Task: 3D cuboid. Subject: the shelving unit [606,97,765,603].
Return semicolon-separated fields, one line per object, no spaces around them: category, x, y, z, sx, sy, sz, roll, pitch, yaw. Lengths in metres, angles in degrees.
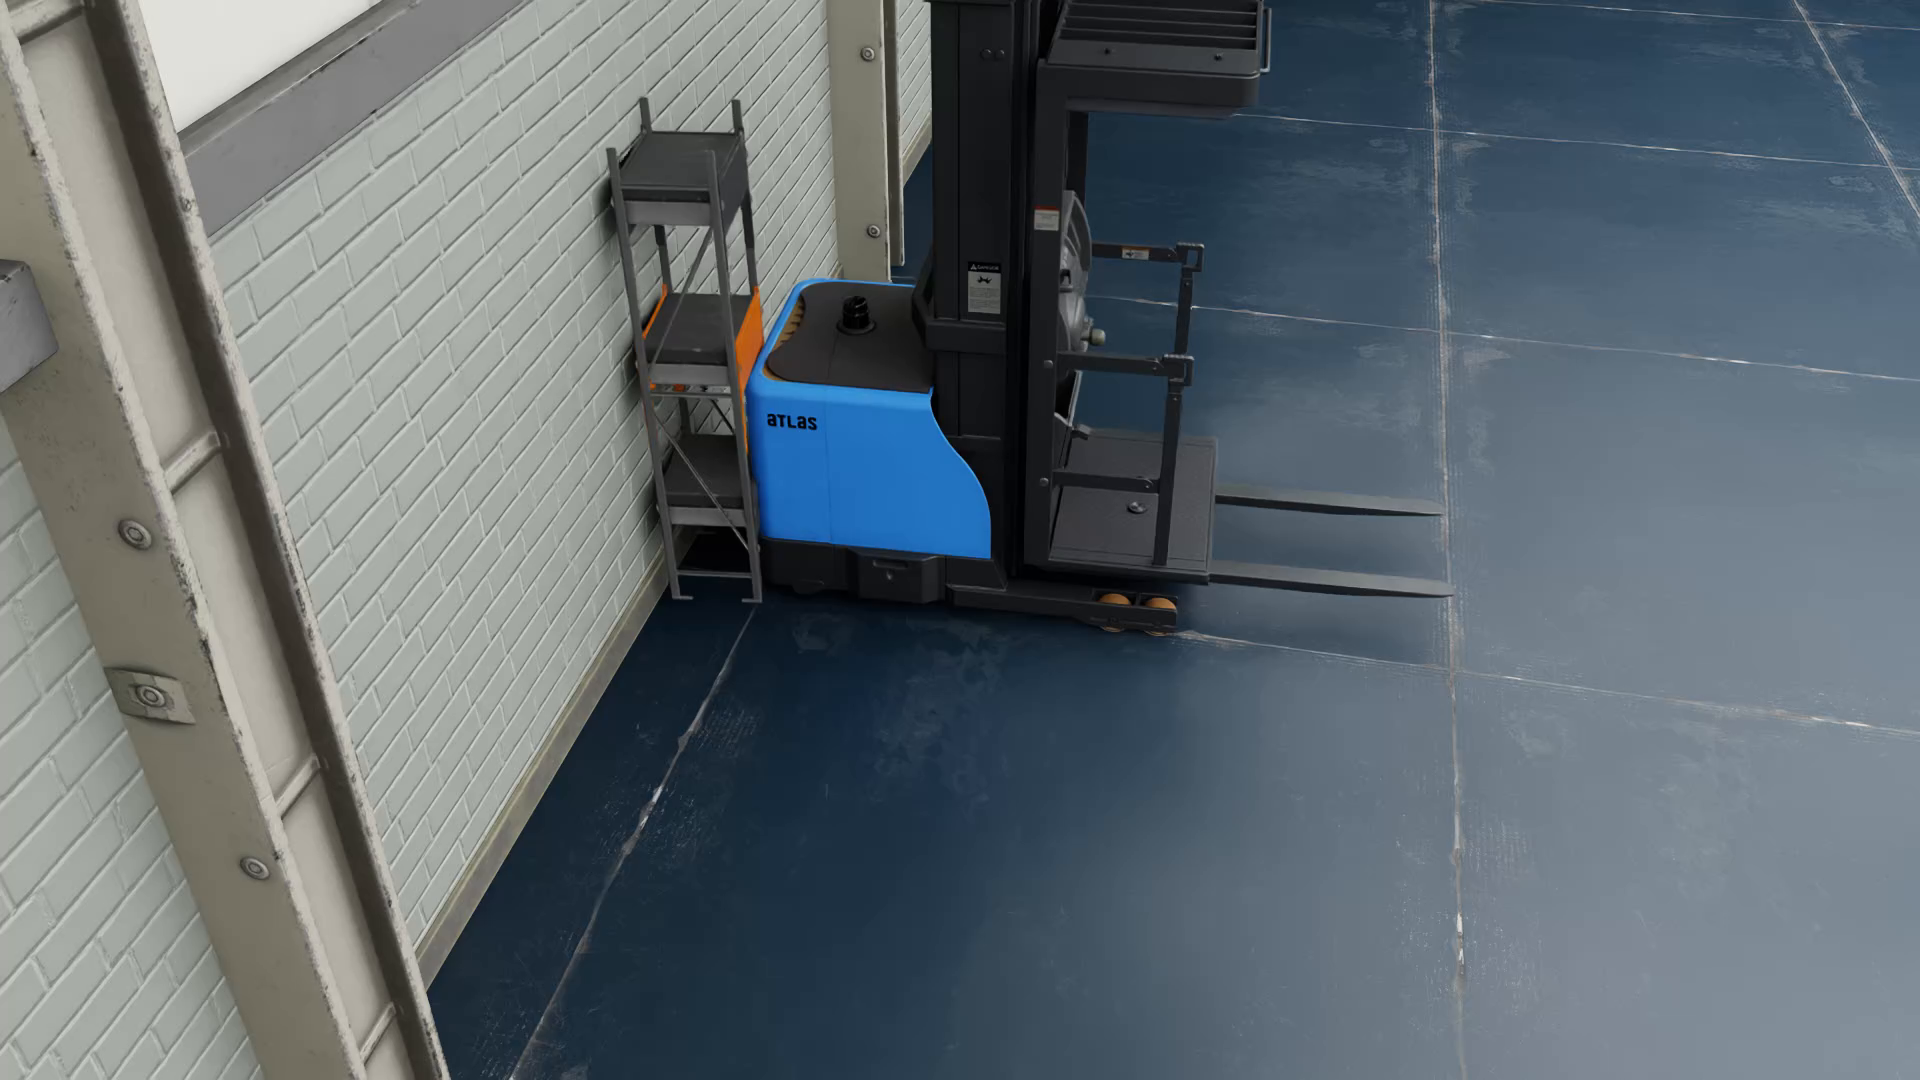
shelving unit;-1.060;-0.725;6.891;0.431;2.100;0.503;2;36;5

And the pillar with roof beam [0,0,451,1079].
pillar with roof beam;2.397;-1.252;1.810;9.100;9.000;0.400;7;37;10

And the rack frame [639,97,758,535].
rack frame;-1.038;-0.869;7.086;0.400;2.100;0.015;2;36;5

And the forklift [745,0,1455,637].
forklift;0.657;-1.107;6.780;3.031;2.935;1.130;5;36;7

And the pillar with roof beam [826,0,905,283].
pillar with roof beam;3.678;-4.692;6.556;9.100;9.000;0.400;7;37;10

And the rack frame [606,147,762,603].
rack frame;-1.082;-0.580;6.695;0.400;2.100;0.015;2;36;5

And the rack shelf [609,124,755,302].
rack shelf;-1.069;-1.277;6.484;0.431;0.518;0.480;2;36;5

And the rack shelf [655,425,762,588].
rack shelf;-1.050;-0.150;7.314;0.431;0.518;0.480;2;36;5

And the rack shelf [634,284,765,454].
rack shelf;-1.060;-0.714;6.899;0.431;0.518;0.480;2;36;5
